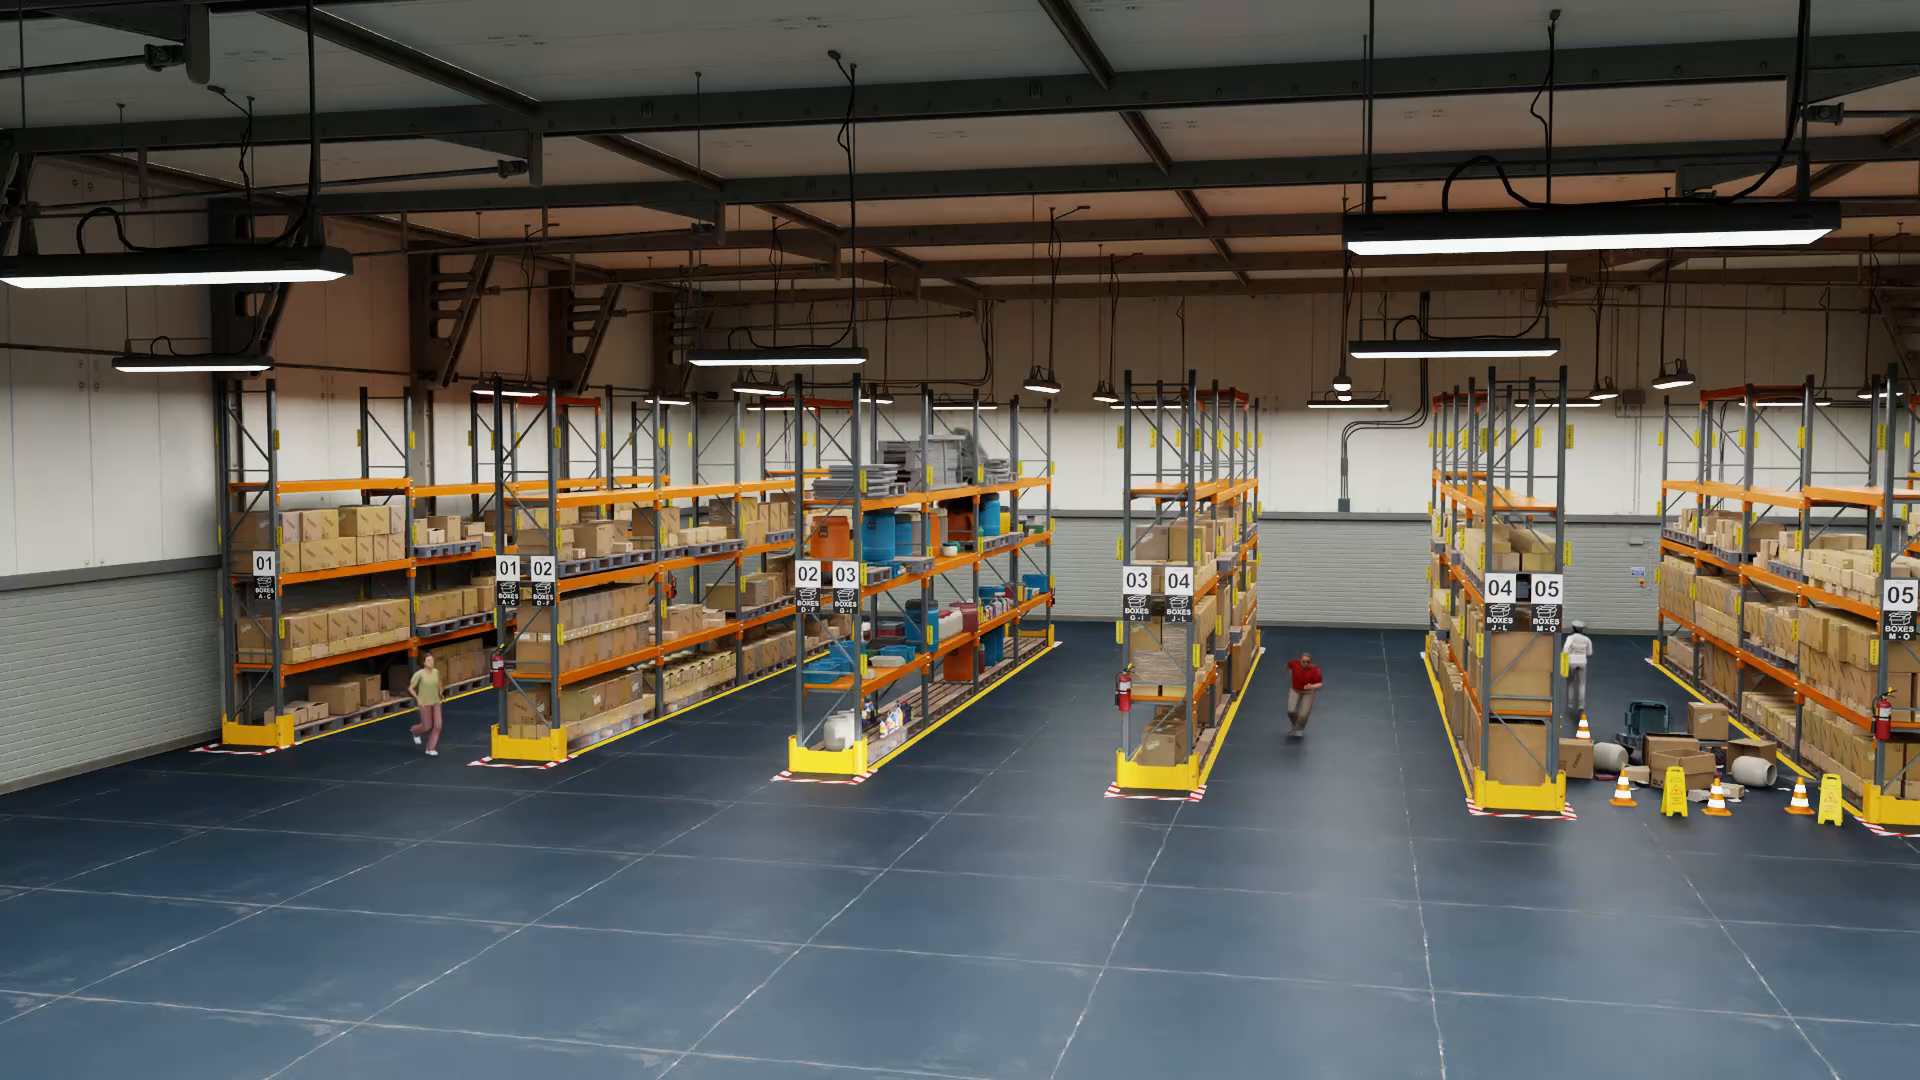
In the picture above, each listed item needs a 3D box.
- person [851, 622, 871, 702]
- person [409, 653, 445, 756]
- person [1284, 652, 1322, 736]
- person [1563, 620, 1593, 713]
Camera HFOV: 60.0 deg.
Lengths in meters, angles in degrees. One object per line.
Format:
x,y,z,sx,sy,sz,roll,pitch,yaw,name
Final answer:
-1.797,2.312,32.166,0.680,1.556,1.171,0,3,-4,person
-8.511,2.607,26.529,0.591,1.623,0.688,-3,5,-45,person
5.715,2.581,27.753,0.661,1.489,1.047,1,4,15,person
11.225,2.327,30.239,0.571,1.728,0.834,1,4,12,person
